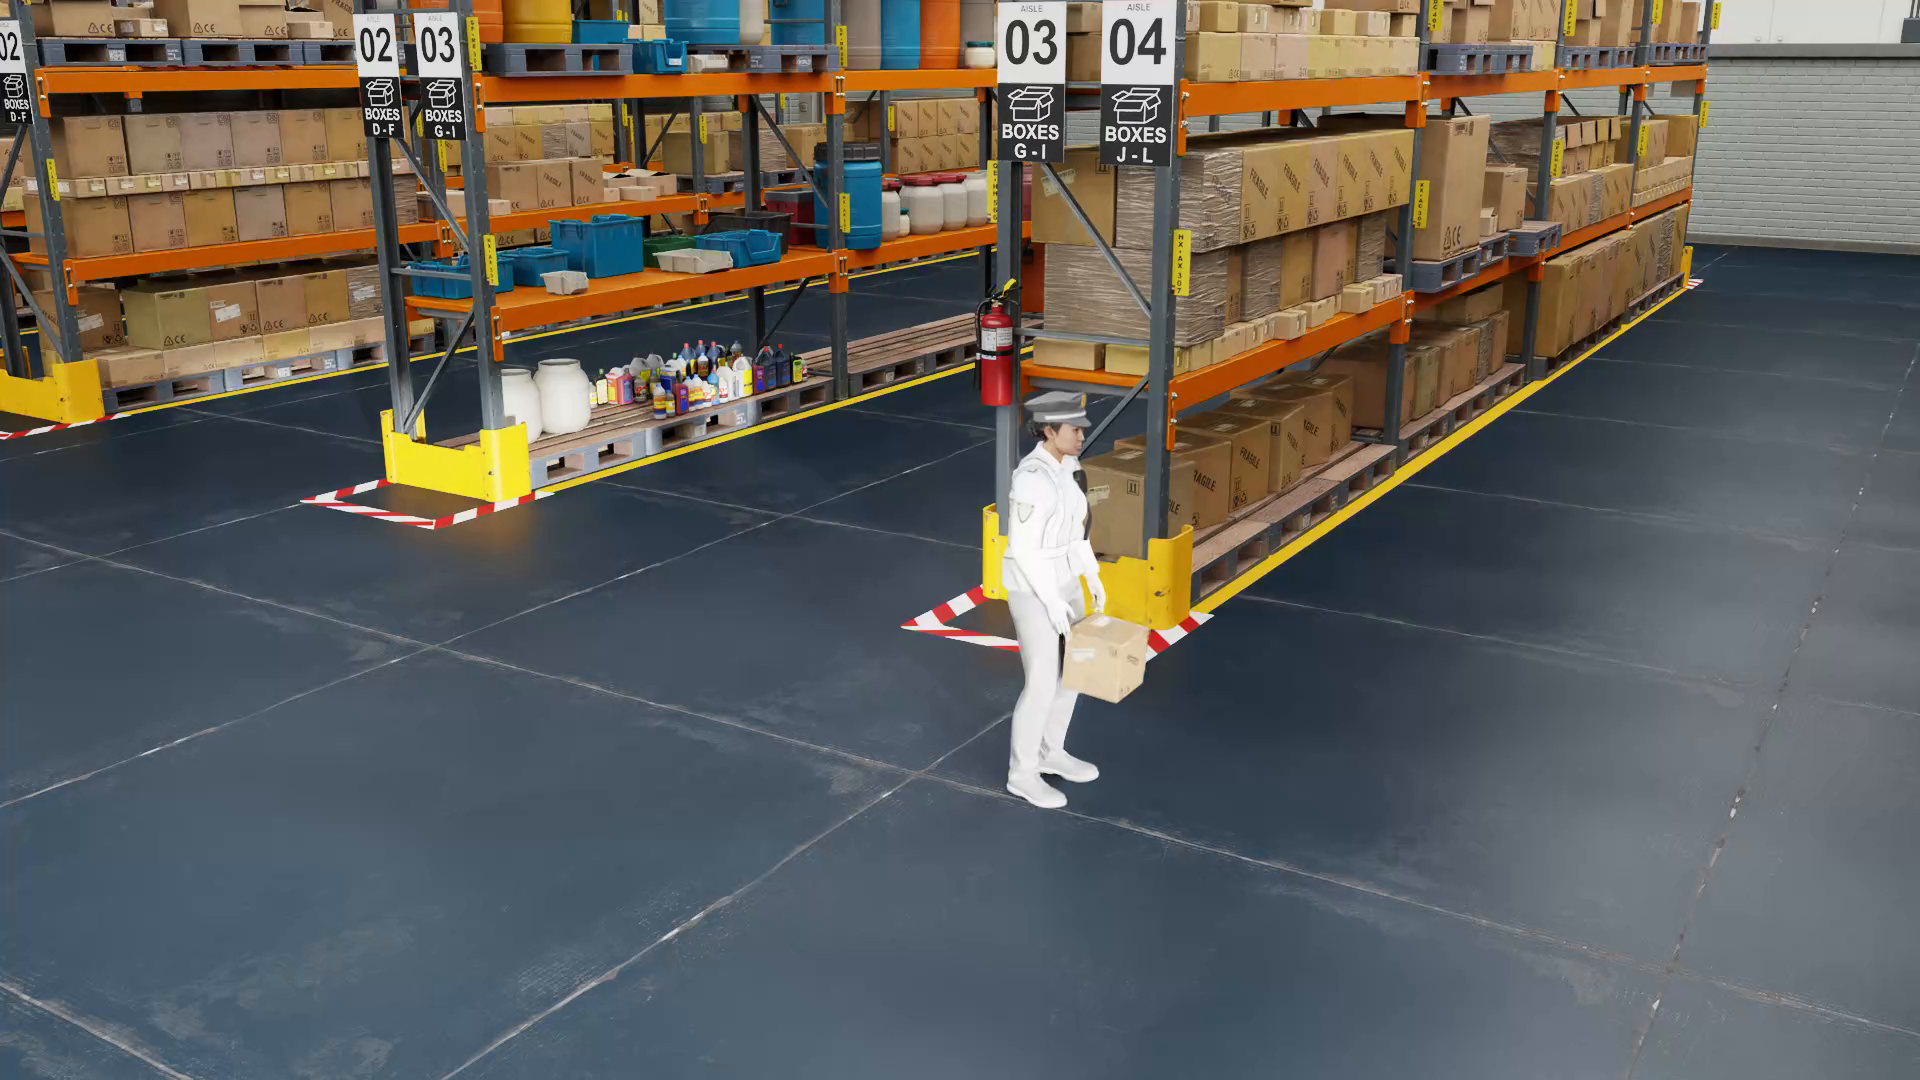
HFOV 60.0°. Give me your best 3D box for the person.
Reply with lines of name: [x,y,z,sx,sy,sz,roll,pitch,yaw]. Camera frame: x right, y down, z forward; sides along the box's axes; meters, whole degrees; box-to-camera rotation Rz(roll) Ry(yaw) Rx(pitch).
person: [0.371,0.213,6.775,0.360,1.676,0.505,9,19,29]
